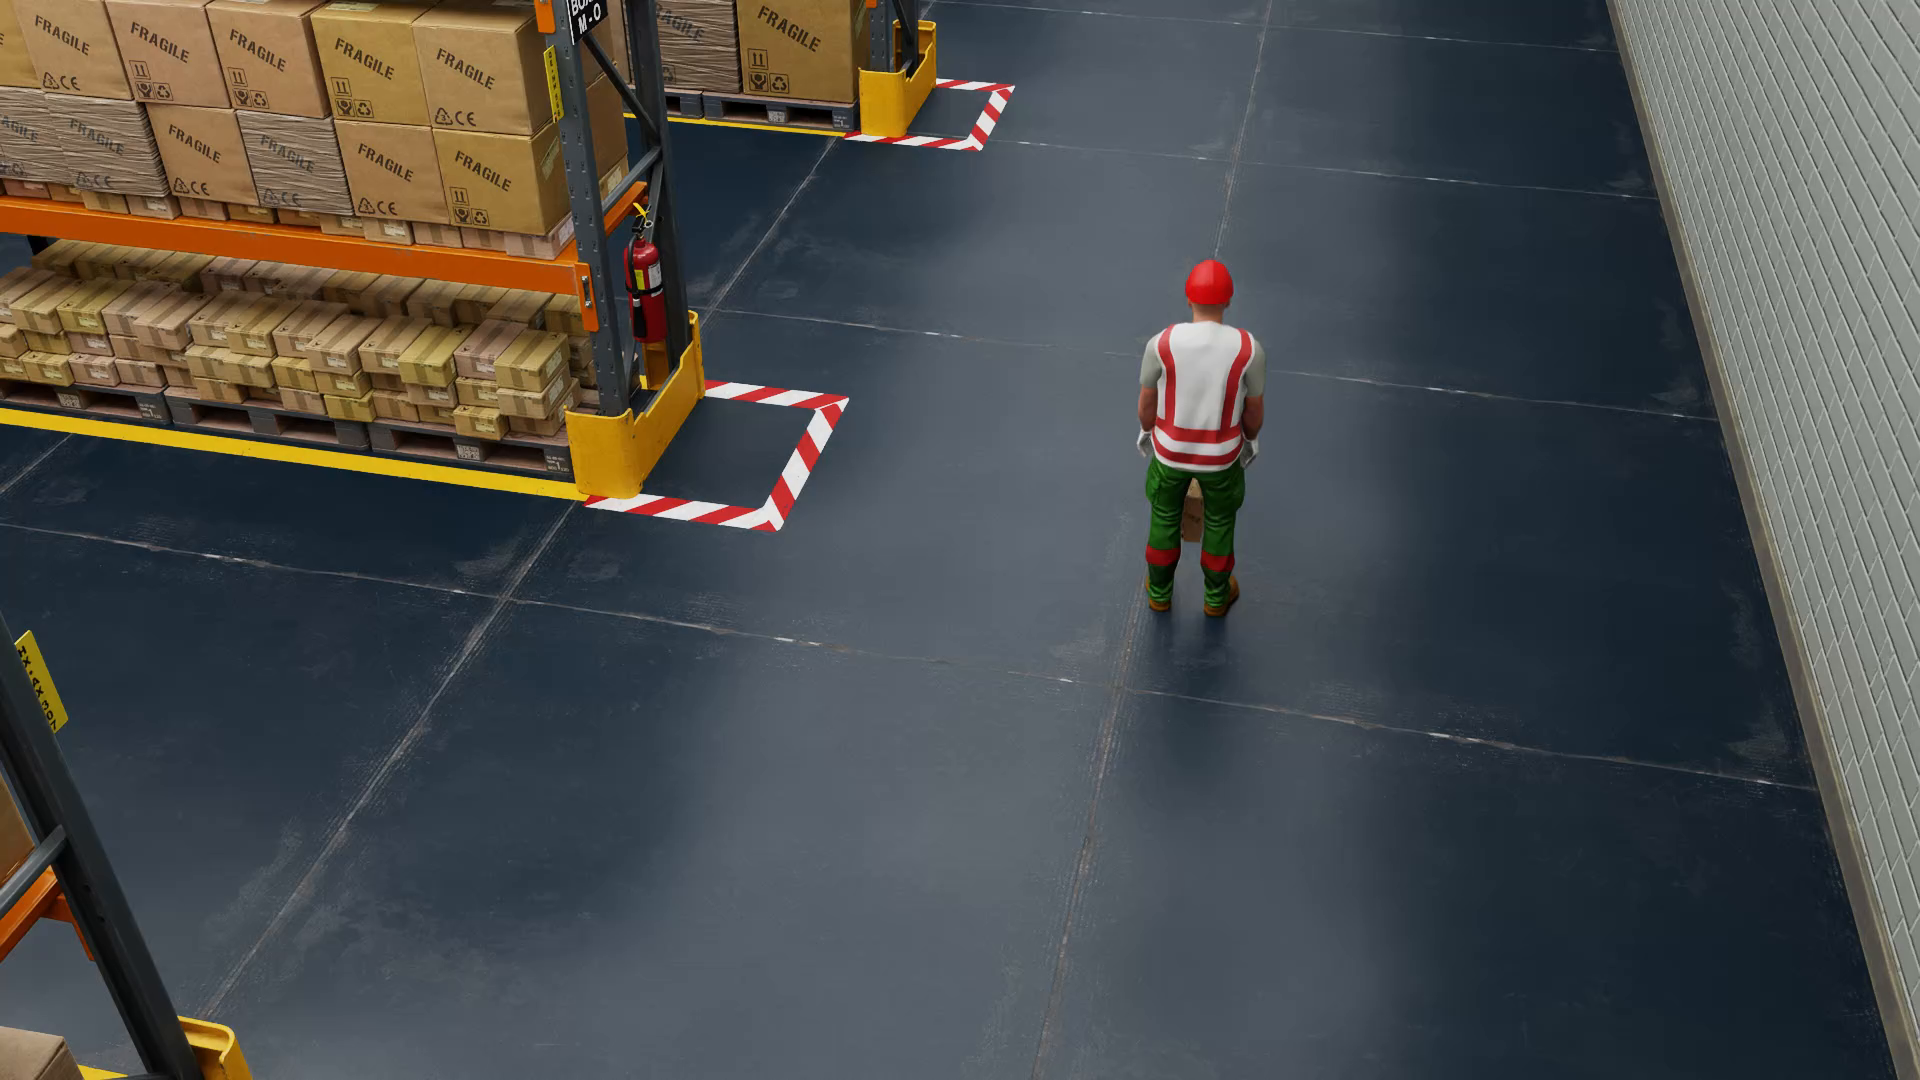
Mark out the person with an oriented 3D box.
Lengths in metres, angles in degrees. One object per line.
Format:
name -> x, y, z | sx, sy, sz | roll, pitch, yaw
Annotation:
person -> 1.073, -0.425, 7.529 | 0.558, 1.783, 0.427 | 6, 37, 9
